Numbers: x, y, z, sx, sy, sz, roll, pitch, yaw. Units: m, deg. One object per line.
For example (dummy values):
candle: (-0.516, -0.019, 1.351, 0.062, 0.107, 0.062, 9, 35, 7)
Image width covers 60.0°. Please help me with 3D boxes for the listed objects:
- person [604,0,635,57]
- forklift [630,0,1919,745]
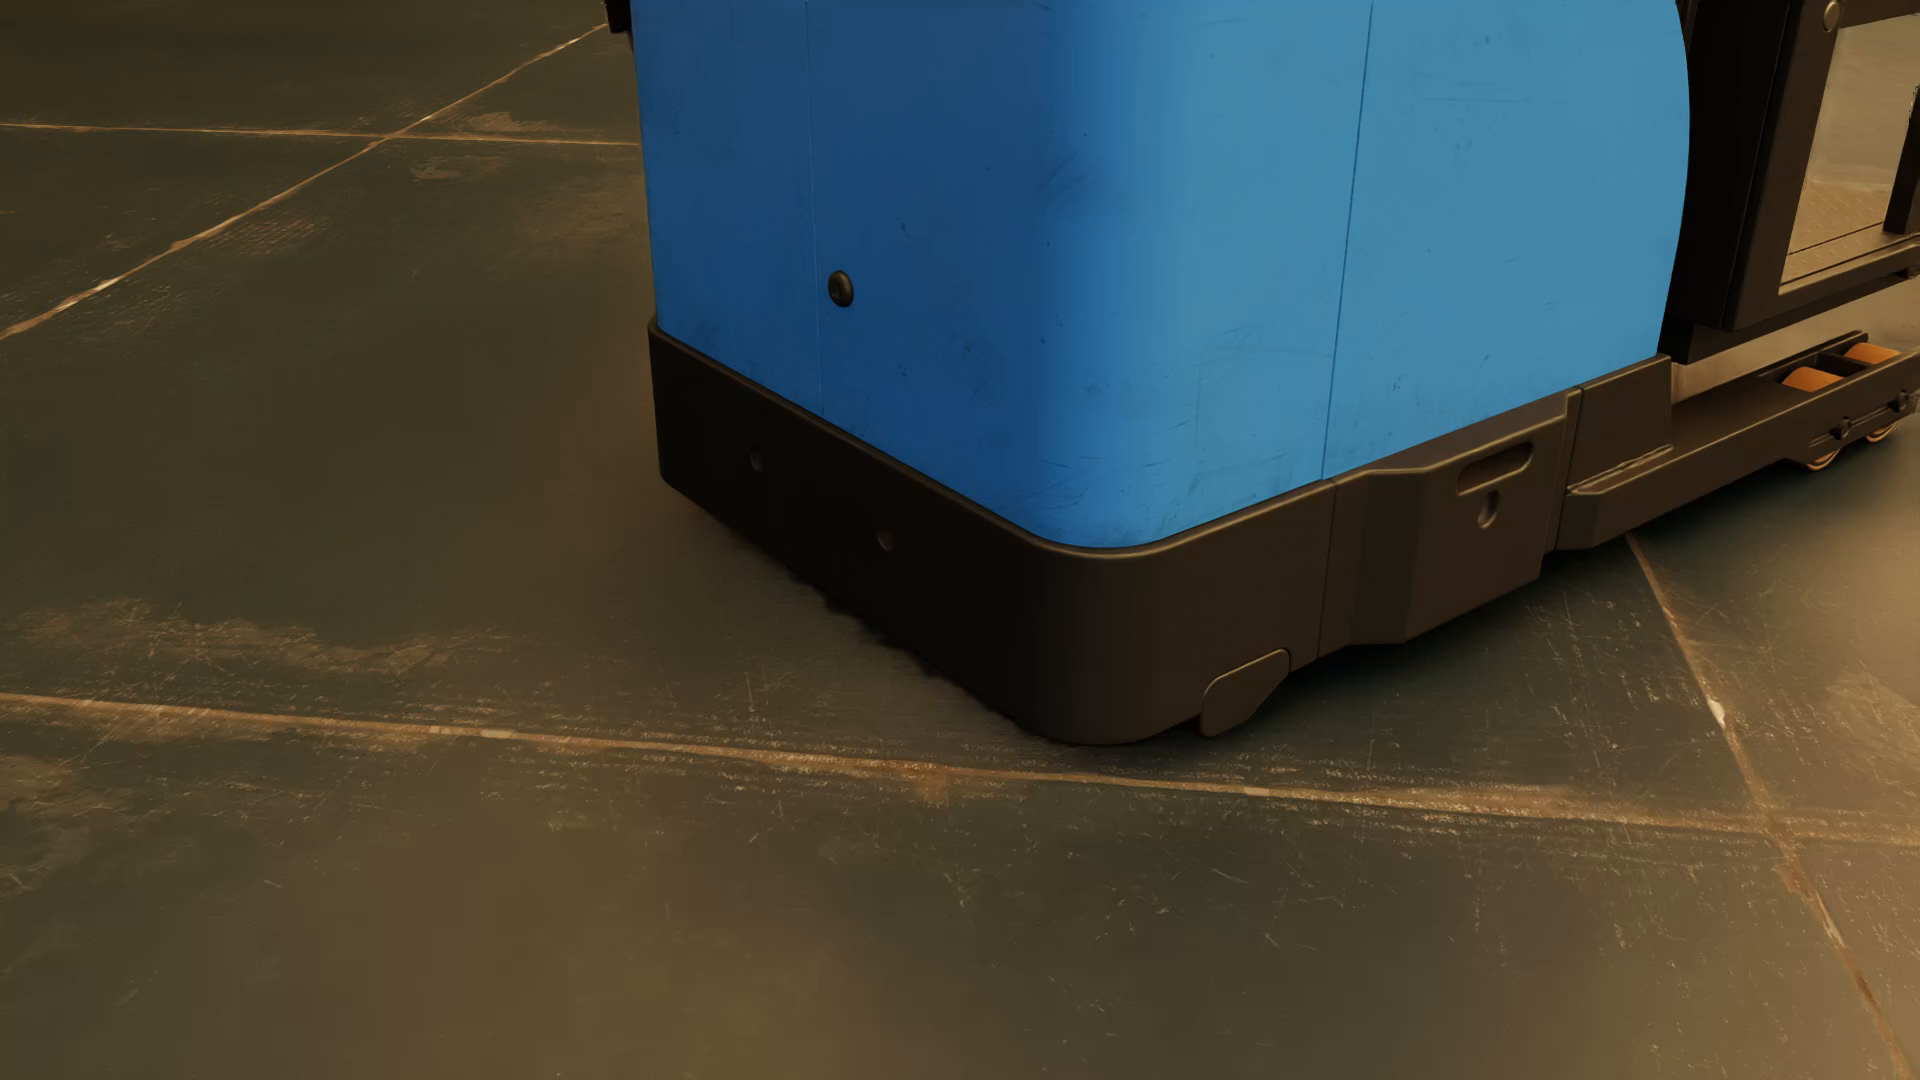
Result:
person: (-0.137, -0.962, 2.890, 0.936, 1.492, 0.898, 3, 27, 6)
forklift: (1.017, -1.594, 2.411, 3.031, 2.935, 1.130, -19, 32, -33)
